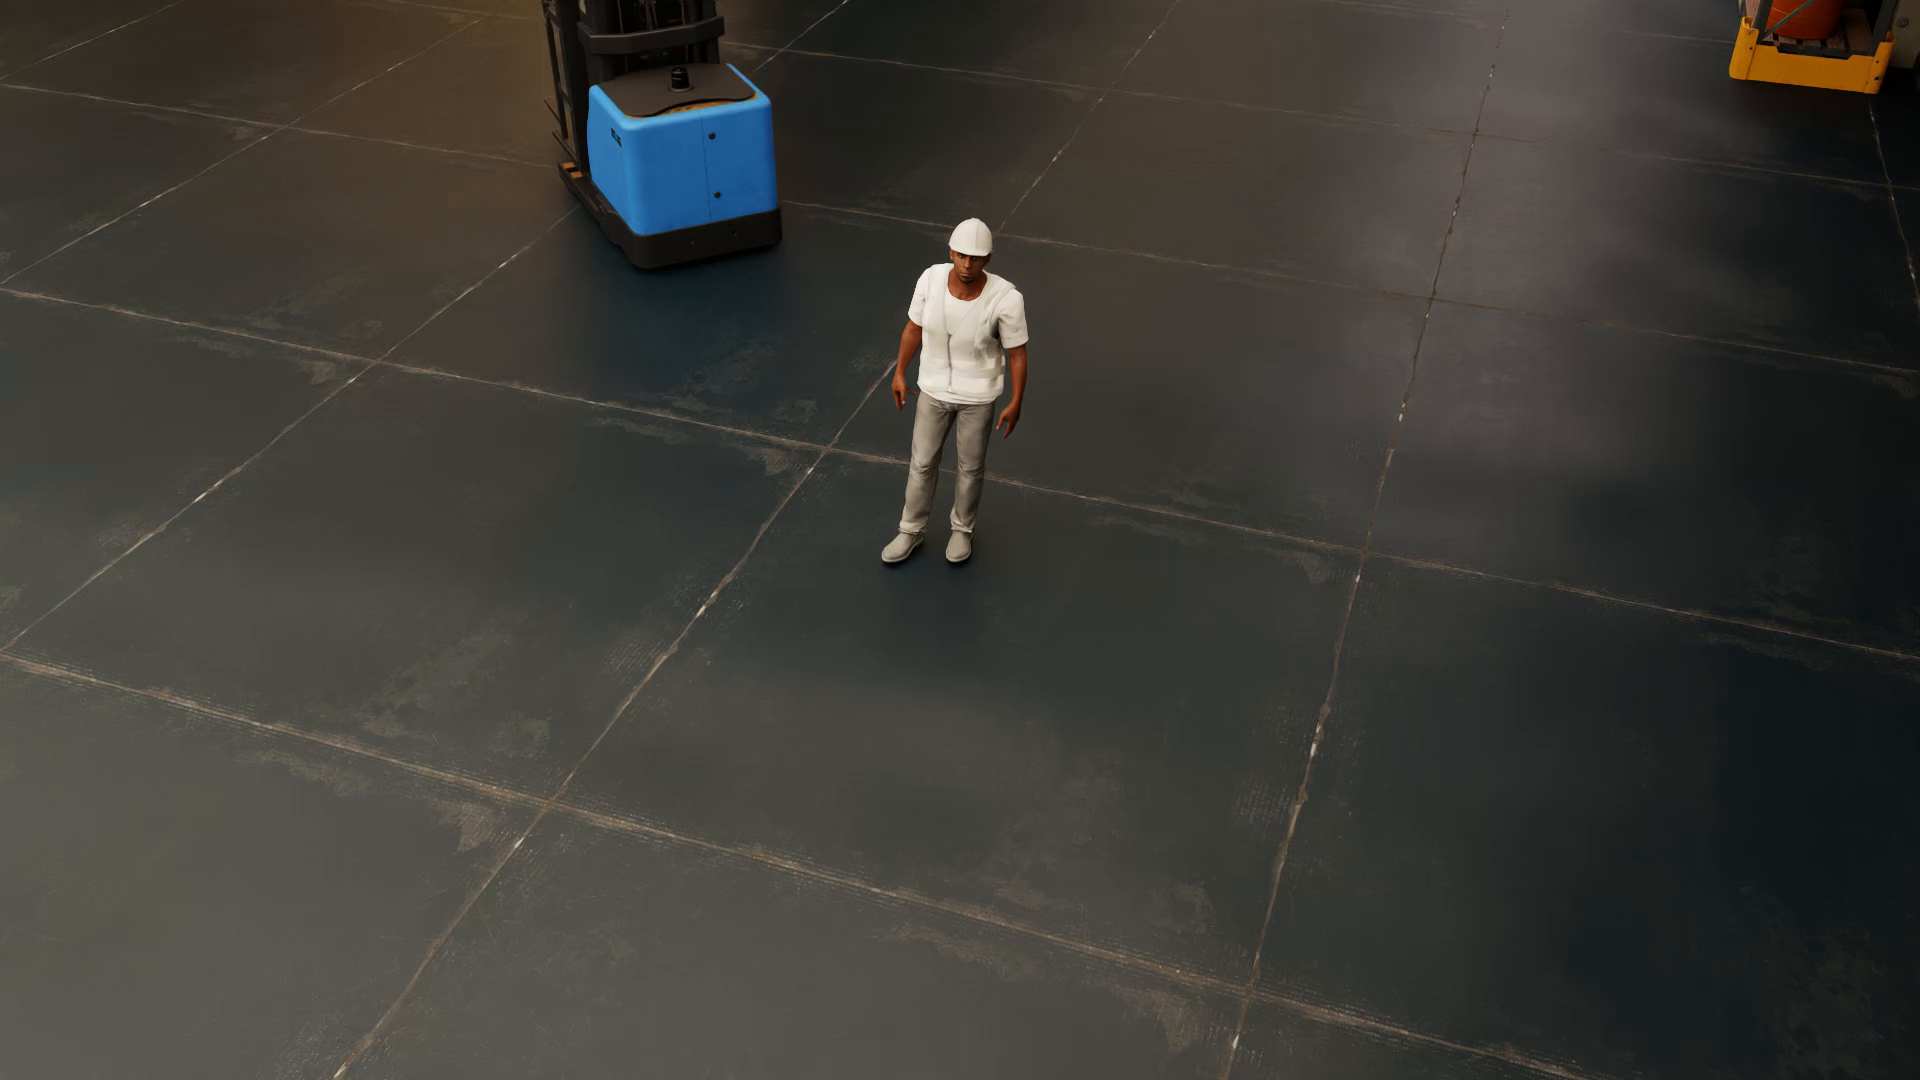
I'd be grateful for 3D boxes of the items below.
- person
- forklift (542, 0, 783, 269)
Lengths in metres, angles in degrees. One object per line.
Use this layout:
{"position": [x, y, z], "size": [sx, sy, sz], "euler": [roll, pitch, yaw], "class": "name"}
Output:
{"position": [-0.029, -0.689, 8.078], "size": [0.665, 1.768, 0.575], "euler": [12, 37, 16], "class": "person"}
{"position": [-2.330, -3.838, 11.525], "size": [1.130, 2.935, 3.031], "euler": [-16, 38, -21], "class": "forklift"}
